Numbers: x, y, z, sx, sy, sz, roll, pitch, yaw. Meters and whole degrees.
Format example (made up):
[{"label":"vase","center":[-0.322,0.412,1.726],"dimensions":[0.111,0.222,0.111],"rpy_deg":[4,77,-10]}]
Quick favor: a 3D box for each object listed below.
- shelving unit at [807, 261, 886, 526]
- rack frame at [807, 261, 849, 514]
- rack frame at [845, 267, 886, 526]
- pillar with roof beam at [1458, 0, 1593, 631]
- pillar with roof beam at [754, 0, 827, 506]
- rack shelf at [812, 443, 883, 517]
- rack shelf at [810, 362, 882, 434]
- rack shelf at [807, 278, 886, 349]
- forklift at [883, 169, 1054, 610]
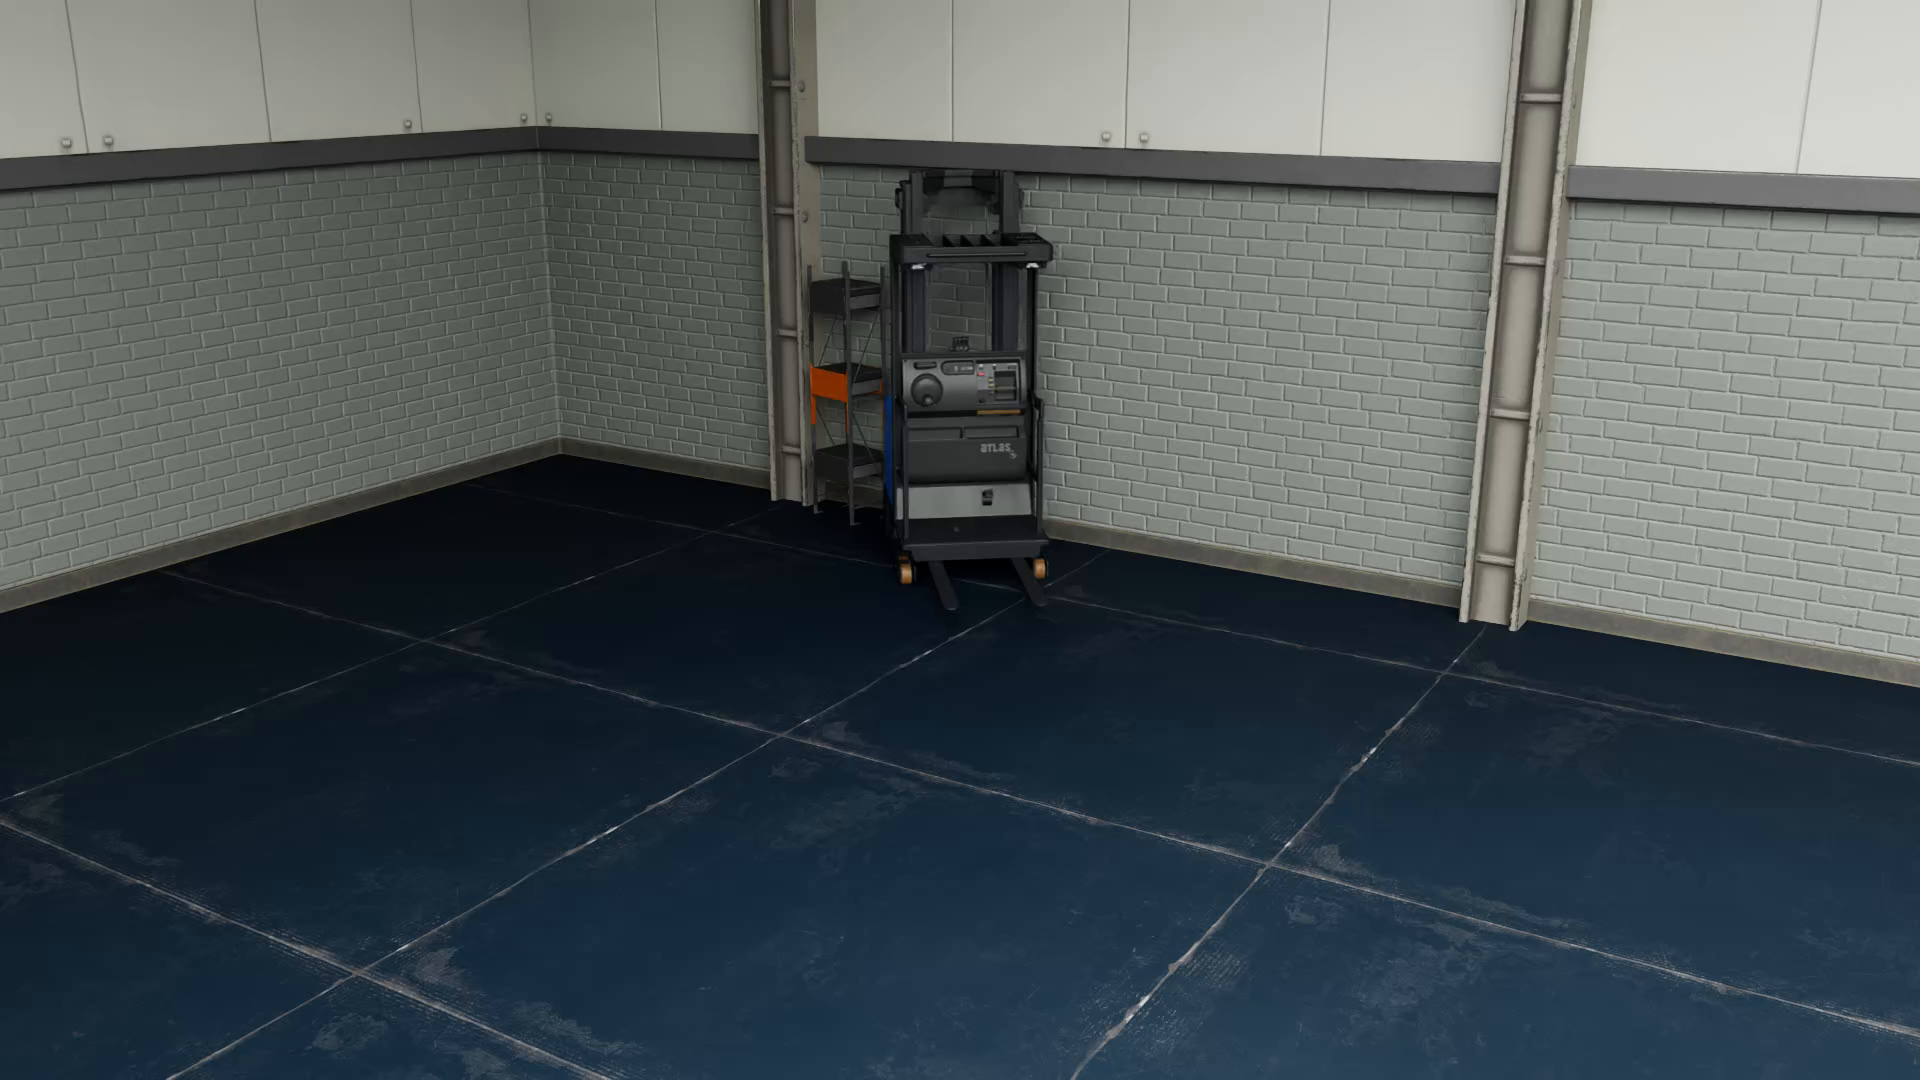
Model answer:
[{"label":"shelving unit","center":[-0.925,-1.214,13.765],"dimensions":[0.431,2.100,0.503],"rpy_deg":[-15,23,-41]},{"label":"rack frame","center":[-1.091,-1.266,13.936],"dimensions":[0.400,2.100,0.015],"rpy_deg":[-15,23,-41]},{"label":"rack frame","center":[-0.759,-1.162,13.593],"dimensions":[0.400,2.100,0.015],"rpy_deg":[-15,23,-41]},{"label":"pillar with roof beam","center":[1.452,-2.685,6.738],"dimensions":[0.400,9.000,9.100],"rpy_deg":[10,20,30]},{"label":"pillar with roof beam","center":[-3.661,-3.598,9.743],"dimensions":[0.400,9.000,9.100],"rpy_deg":[10,20,30]},{"label":"rack shelf","center":[-0.925,-0.531,13.972],"dimensions":[0.431,0.518,0.480],"rpy_deg":[-15,23,-41]},{"label":"rack shelf","center":[-0.925,-1.201,13.768],"dimensions":[0.431,0.518,0.480],"rpy_deg":[-15,23,-41]},{"label":"rack shelf","center":[-0.925,-1.871,13.565],"dimensions":[0.431,0.518,0.480],"rpy_deg":[-15,23,-41]},{"label":"forklift","center":[0.061,-1.176,12.209],"dimensions":[1.130,2.935,3.031],"rpy_deg":[-2,17,-7]}]
